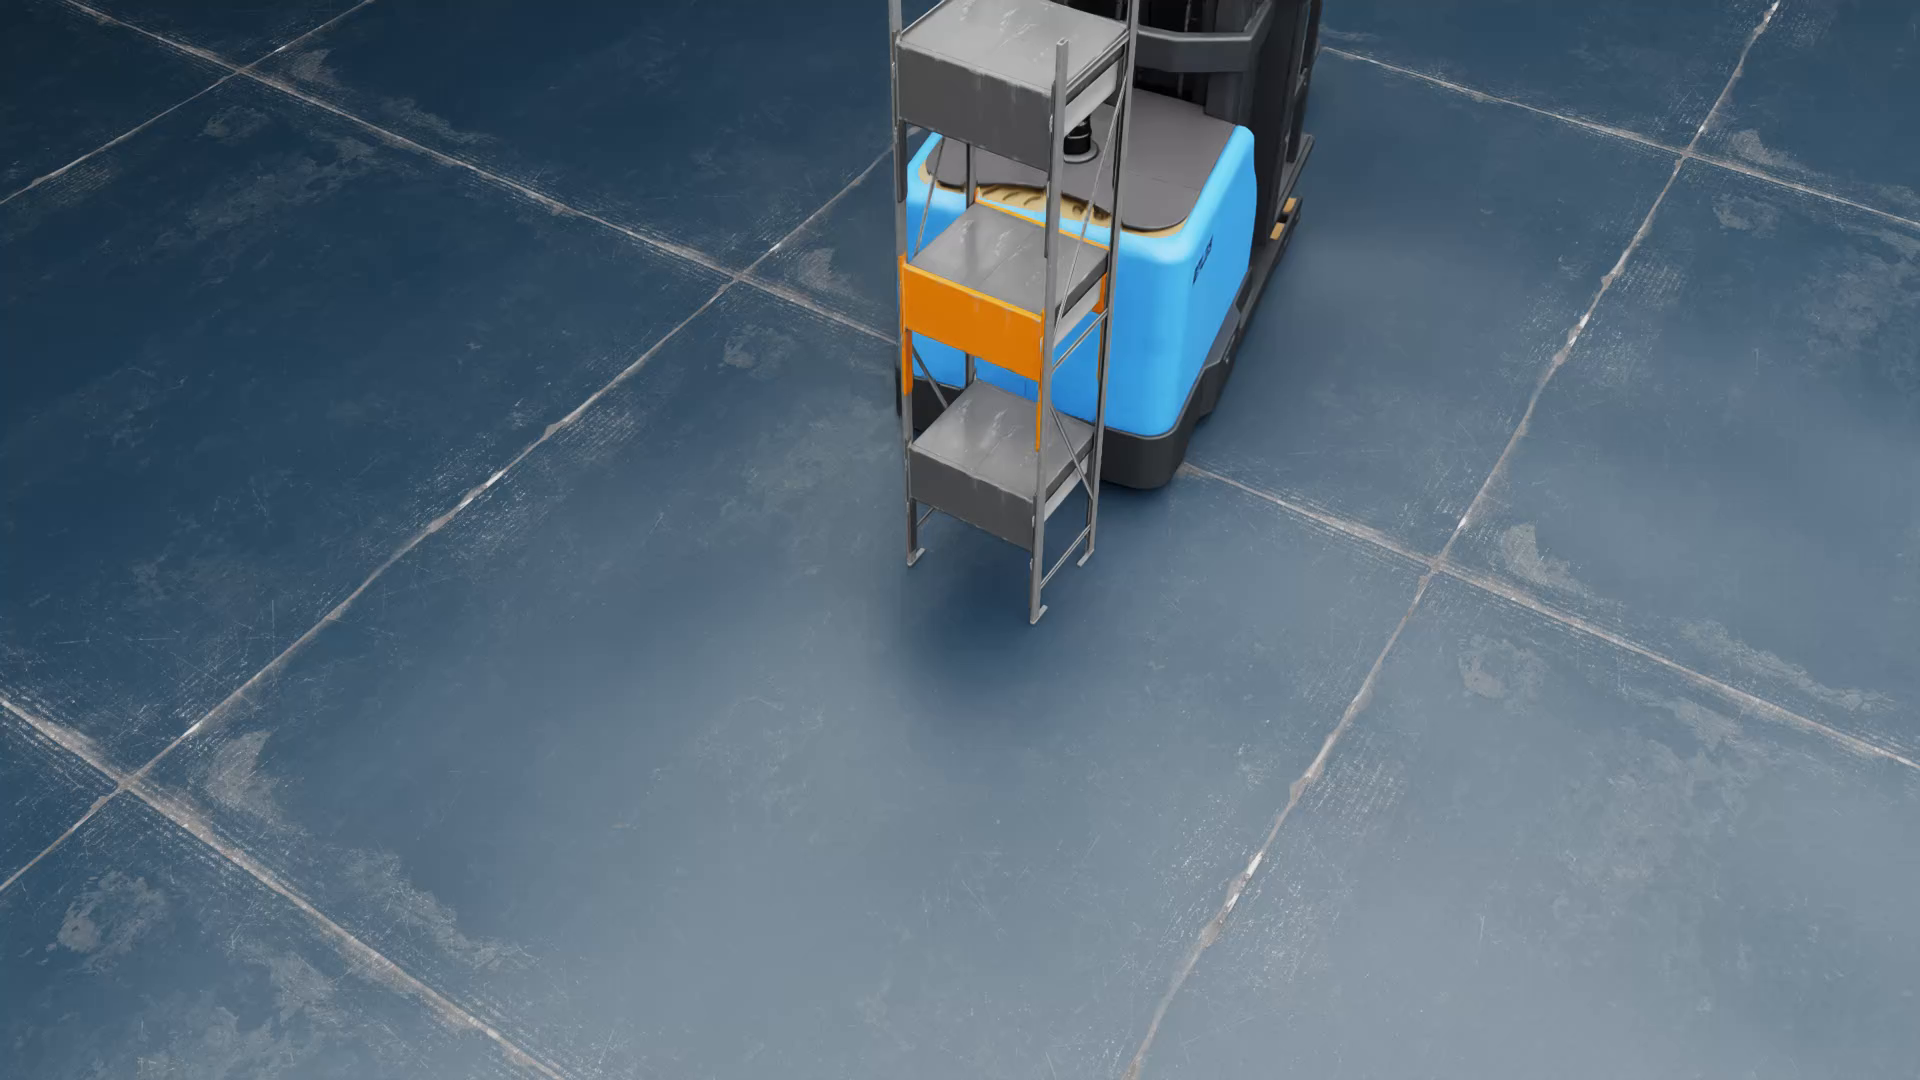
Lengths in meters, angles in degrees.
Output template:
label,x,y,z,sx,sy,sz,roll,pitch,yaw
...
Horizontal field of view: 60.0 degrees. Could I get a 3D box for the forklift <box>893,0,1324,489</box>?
label,x,y,z,sx,sy,sz,roll,pitch,yaw
forklift,0.789,-2.272,5.914,1.130,2.935,3.031,16,48,15

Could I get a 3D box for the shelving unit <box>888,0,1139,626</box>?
label,x,y,z,sx,sy,sz,roll,pitch,yaw
shelving unit,0.139,-0.668,4.935,0.503,2.100,0.431,25,51,22

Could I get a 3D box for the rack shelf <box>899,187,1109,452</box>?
label,x,y,z,sx,sy,sz,roll,pitch,yaw
rack shelf,0.139,-0.658,4.944,0.480,0.518,0.431,25,51,22

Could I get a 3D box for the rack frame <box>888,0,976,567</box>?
label,x,y,z,sx,sy,sz,roll,pitch,yaw
rack frame,-0.066,-0.762,5.026,0.015,2.100,0.400,25,51,22

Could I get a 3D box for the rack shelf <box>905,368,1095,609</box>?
label,x,y,z,sx,sy,sz,roll,pitch,yaw
rack shelf,0.139,-0.170,5.446,0.480,0.518,0.431,25,51,22

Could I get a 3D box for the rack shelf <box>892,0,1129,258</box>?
label,x,y,z,sx,sy,sz,roll,pitch,yaw
rack shelf,0.139,-1.146,4.442,0.480,0.518,0.431,25,51,22

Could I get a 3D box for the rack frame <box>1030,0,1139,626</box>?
label,x,y,z,sx,sy,sz,roll,pitch,yaw
rack frame,0.345,-0.573,4.843,0.015,2.100,0.400,25,51,22
